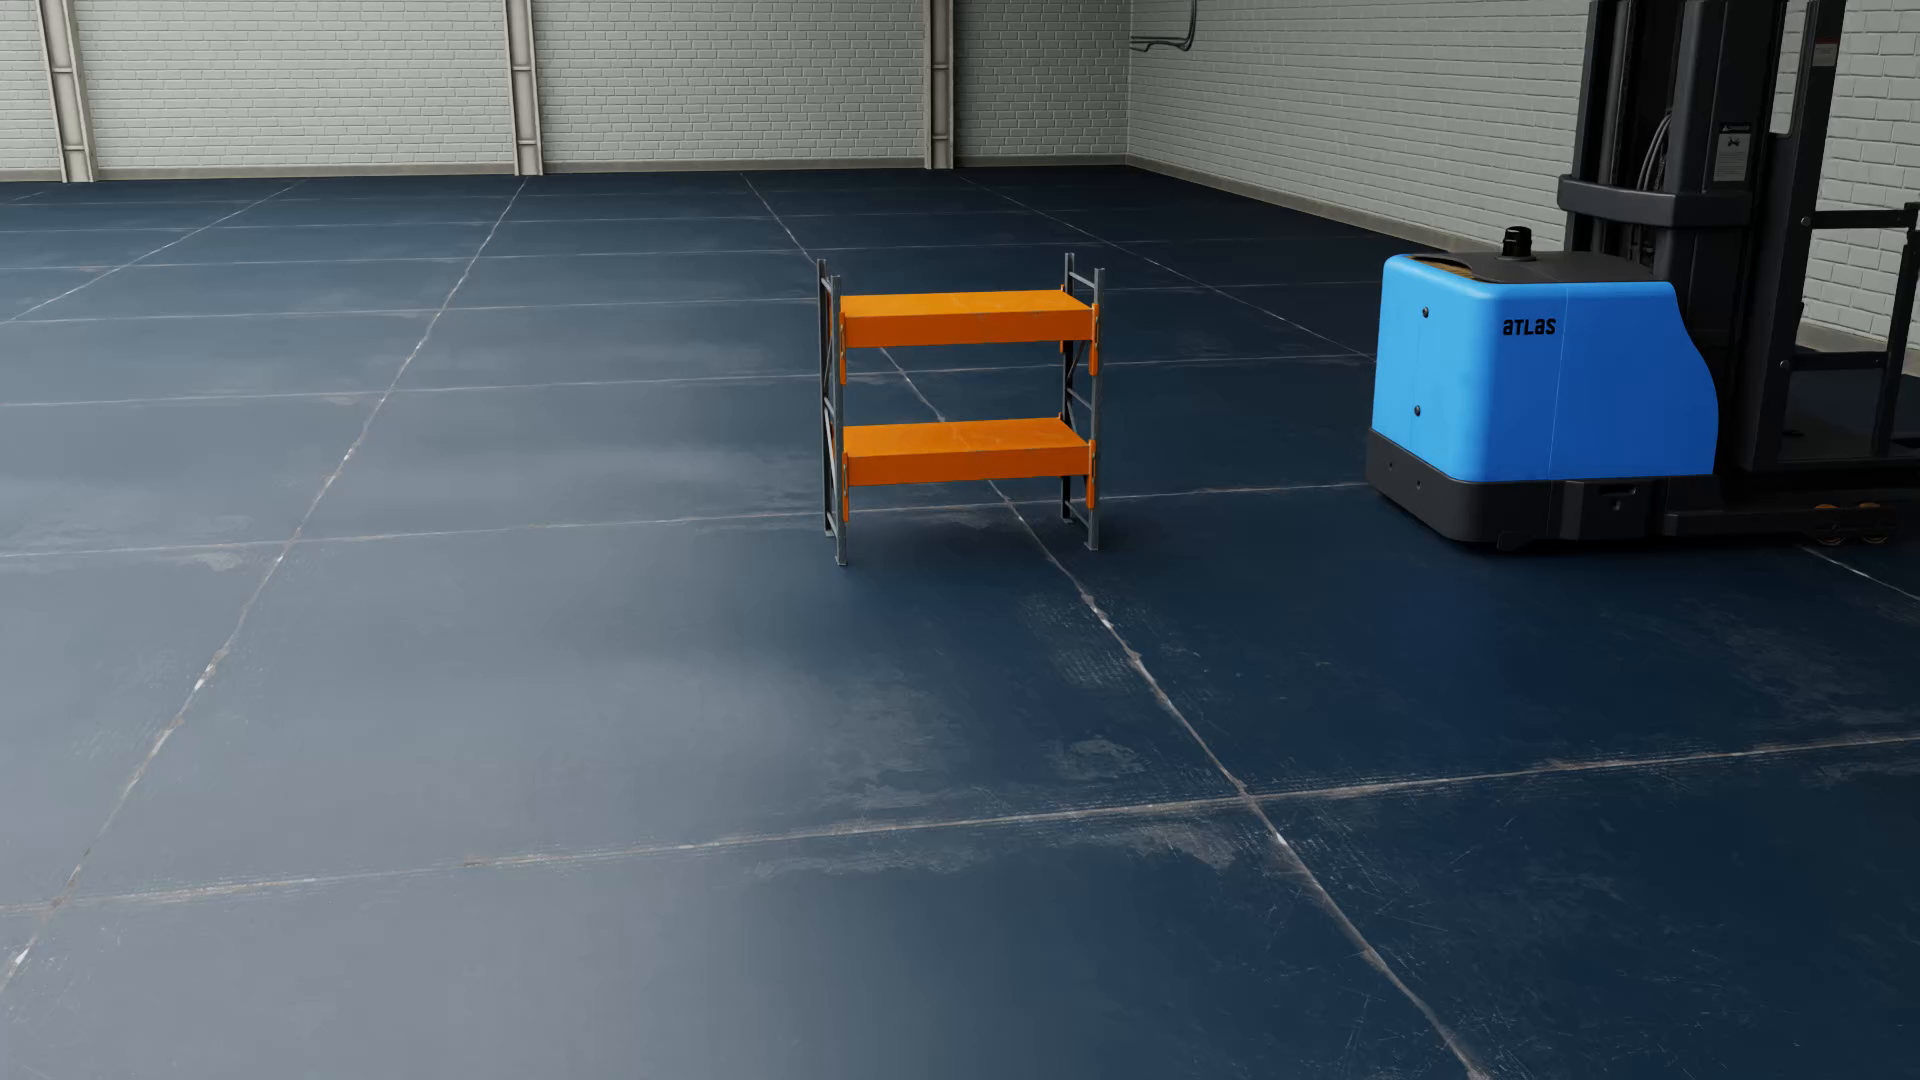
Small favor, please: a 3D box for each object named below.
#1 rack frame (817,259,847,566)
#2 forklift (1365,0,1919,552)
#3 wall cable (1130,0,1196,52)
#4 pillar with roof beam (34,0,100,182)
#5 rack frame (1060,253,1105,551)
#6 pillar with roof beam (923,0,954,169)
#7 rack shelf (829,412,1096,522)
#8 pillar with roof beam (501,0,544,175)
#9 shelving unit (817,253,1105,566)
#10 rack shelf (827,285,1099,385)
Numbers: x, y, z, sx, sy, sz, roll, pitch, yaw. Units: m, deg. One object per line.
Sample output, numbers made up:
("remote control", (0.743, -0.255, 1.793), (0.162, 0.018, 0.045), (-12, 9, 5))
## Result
("rack frame", (-0.506, -0.509, 6.553), (0.032, 1.125, 0.500), (-3, 17, -10))
("forklift", (3.369, -1.530, 6.802), (3.031, 2.935, 1.130), (-2, 17, -7))
("wall cable", (2.826, -8.211, 23.507), (0.112, 2.526, 3.097), (-3, 17, -10))
("pillar with roof beam", (-11.283, -8.003, 17.542), (0.400, 9.000, 9.100), (-3, 17, -10))
("rack frame", (0.492, -0.566, 6.738), (0.032, 1.125, 0.500), (-3, 17, -10))
("pillar with roof beam", (0.499, -8.672, 19.718), (0.400, 9.000, 9.100), (-3, 17, -10))
("rack shelf", (-0.007, -0.304, 6.717), (1.000, 0.278, 0.538), (-3, 17, -10))
("pillar with roof beam", (-5.392, -8.337, 18.630), (0.400, 9.000, 9.100), (-3, 17, -10))
("shelving unit", (-0.007, -0.537, 6.645), (1.048, 1.125, 0.538), (-3, 17, -10))
("rack shelf", (-0.007, -0.817, 6.559), (1.000, 0.278, 0.538), (-3, 17, -10))
